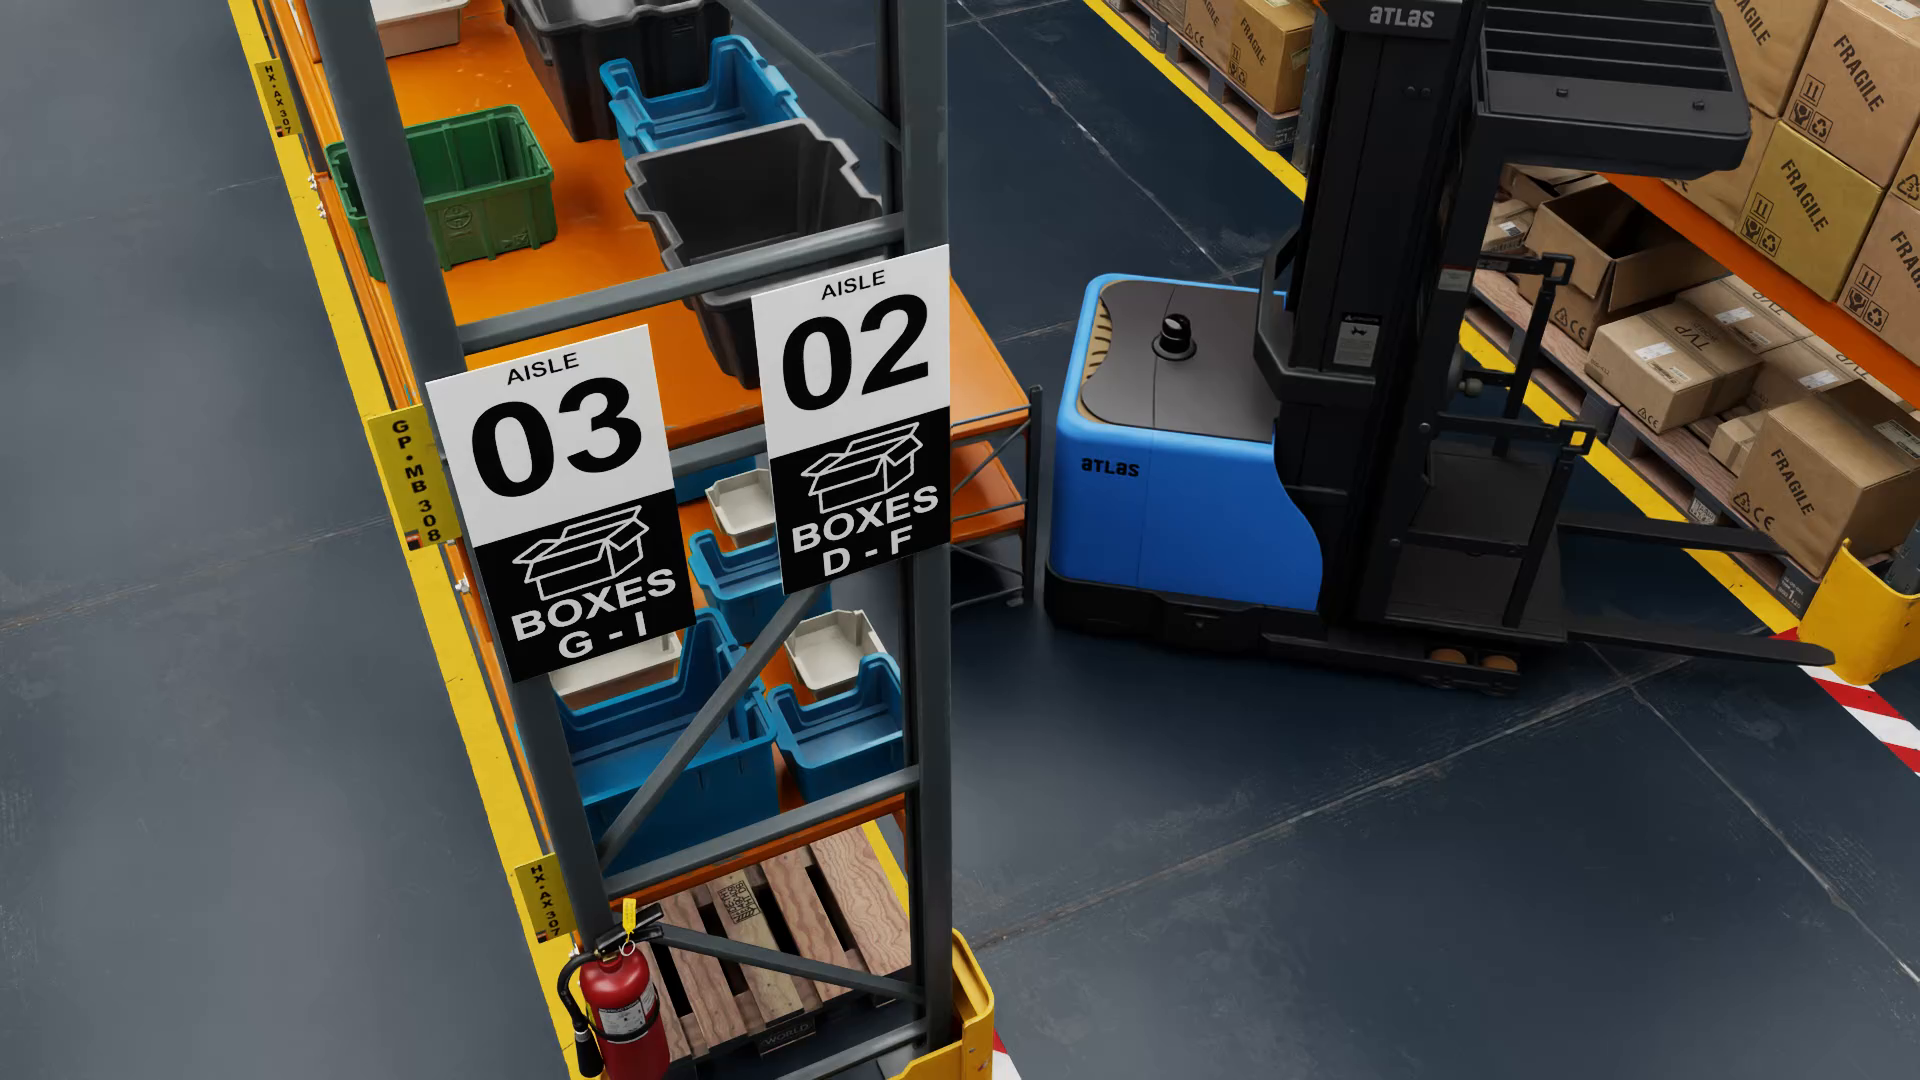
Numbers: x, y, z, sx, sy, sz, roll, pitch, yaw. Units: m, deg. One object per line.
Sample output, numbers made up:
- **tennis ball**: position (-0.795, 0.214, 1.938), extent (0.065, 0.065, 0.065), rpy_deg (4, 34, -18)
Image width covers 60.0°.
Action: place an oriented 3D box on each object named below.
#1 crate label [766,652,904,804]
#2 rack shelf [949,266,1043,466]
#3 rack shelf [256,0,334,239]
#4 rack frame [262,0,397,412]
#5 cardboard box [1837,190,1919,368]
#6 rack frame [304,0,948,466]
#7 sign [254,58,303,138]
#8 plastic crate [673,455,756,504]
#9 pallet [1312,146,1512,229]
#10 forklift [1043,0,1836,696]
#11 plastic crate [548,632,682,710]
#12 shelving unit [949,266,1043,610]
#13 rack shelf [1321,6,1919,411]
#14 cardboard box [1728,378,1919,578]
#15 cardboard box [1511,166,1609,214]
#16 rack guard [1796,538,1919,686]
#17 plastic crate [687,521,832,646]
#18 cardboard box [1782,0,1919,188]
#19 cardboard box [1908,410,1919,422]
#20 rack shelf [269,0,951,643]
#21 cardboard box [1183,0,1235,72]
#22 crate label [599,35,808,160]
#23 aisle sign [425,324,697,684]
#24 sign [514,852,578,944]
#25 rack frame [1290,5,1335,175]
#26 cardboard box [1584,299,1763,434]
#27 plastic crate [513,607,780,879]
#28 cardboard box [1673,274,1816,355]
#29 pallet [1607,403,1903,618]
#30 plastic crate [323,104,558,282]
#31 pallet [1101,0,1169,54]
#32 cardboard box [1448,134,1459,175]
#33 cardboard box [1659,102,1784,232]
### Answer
- **crate label**: position (-0.305, 0.531, 4.521), extent (0.416, 0.233, 0.303), rpy_deg (-18, 47, -17)
- **rack shelf**: position (-0.113, -0.642, 6.552), extent (0.538, 0.278, 1.000), rpy_deg (-15, 46, -14)
- **rack shelf**: position (-3.022, -2.820, 8.353), extent (1.077, 0.370, 4.000), rpy_deg (-18, 47, -17)
- **rack frame**: position (-2.182, -1.801, 6.809), extent (1.000, 3.000, 0.127), rpy_deg (-18, 47, -17)
- **cardboard box**: position (3.561, -0.953, 5.878), extent (0.500, 0.500, 0.500), rpy_deg (-17, 47, -16)
- **rack frame**: position (-0.500, -1.388, 2.118), extent (1.000, 3.000, 0.127), rpy_deg (-18, 47, -17)
- **sign**: position (-2.681, -1.738, 6.548), extent (0.100, 0.325, 0.005), rpy_deg (-18, 47, -17)
- **plastic crate**: position (-0.858, -0.308, 5.371), extent (0.416, 0.233, 0.300), rpy_deg (-18, 47, -17)
- **pallet**: position (2.602, -1.831, 8.824), extent (1.003, 0.211, 1.213), rpy_deg (-18, 47, -17)
- **forklift**: position (1.906, -0.841, 5.885), extent (3.031, 2.935, 1.130), rpy_deg (7, 45, 8)
- **plastic crate**: position (-1.007, 0.354, 4.769), extent (0.396, 0.136, 0.243), rpy_deg (-18, 47, -17)
- **shelving unit**: position (-0.113, -0.433, 6.757), extent (0.538, 1.125, 1.048), rpy_deg (-15, 46, -14)
- **rack shelf**: position (3.155, -1.731, 7.250), extent (1.077, 0.370, 4.000), rpy_deg (-18, 47, -17)
- **cardboard box**: position (3.544, -0.253, 6.706), extent (0.500, 0.500, 0.500), rpy_deg (-18, 47, -17)
- **cardboard box**: position (3.127, -1.704, 8.311), extent (0.500, 0.311, 0.500), rpy_deg (-18, 47, -17)
- **rack guard**: position (3.964, 0.129, 6.632), extent (1.175, 0.500, 0.348), rpy_deg (-18, 47, -17)
- **plastic crate**: position (-0.582, 0.112, 4.946), extent (0.416, 0.233, 0.300), rpy_deg (-18, 47, -17)
- **cardboard box**: position (3.346, -1.628, 5.850), extent (0.500, 0.500, 0.500), rpy_deg (-17, 47, -16)
- **cardboard box**: position (4.027, -0.388, 7.081), extent (0.380, 0.166, 0.250), rpy_deg (-18, 47, -17)
- **rack shelf**: position (-1.341, -1.338, 4.716), extent (1.077, 0.370, 4.000), rpy_deg (-18, 47, -17)
- **cardboard box**: position (1.646, -3.076, 9.567), extent (0.500, 0.500, 0.500), rpy_deg (-18, 47, -17)
- **crate label**: position (-0.594, -0.950, 3.917), extent (0.408, 0.251, 0.502), rpy_deg (-18, 47, -17)
- **aisle sign**: position (-0.735, -0.045, 3.178), extent (0.394, 0.787, 0.004), rpy_deg (-18, 47, -17)
- **sign**: position (-0.992, 0.863, 3.993), extent (0.100, 0.325, 0.005), rpy_deg (-18, 47, -17)
- **rack frame**: position (2.314, -3.262, 8.289), extent (1.000, 3.000, 0.127), rpy_deg (-18, 47, -17)
- **cardboard box**: position (3.172, -0.778, 7.417), extent (0.500, 0.250, 0.500), rpy_deg (-18, 47, -17)
- **plastic crate**: position (-0.810, 0.556, 4.352), extent (0.616, 0.435, 0.499), rpy_deg (-18, 47, -17)
- **cardboard box**: position (3.604, -0.958, 7.599), extent (0.500, 0.250, 0.500), rpy_deg (-18, 47, -17)
- **pallet**: position (3.628, -0.276, 7.249), extent (1.003, 0.211, 1.213), rpy_deg (-18, 47, -17)
- **plastic crate**: position (-1.173, -0.789, 3.798), extent (0.450, 0.188, 0.336), rpy_deg (-18, 47, -17)
- **pallet**: position (1.421, -3.555, 10.571), extent (1.003, 0.211, 1.213), rpy_deg (-18, 47, -17)
- **cardboard box**: position (2.294, -2.130, 8.743), extent (0.500, 0.311, 0.500), rpy_deg (-18, 47, -17)
- **cardboard box**: position (3.135, -1.602, 6.536), extent (0.500, 0.500, 0.500), rpy_deg (-18, 47, -17)
